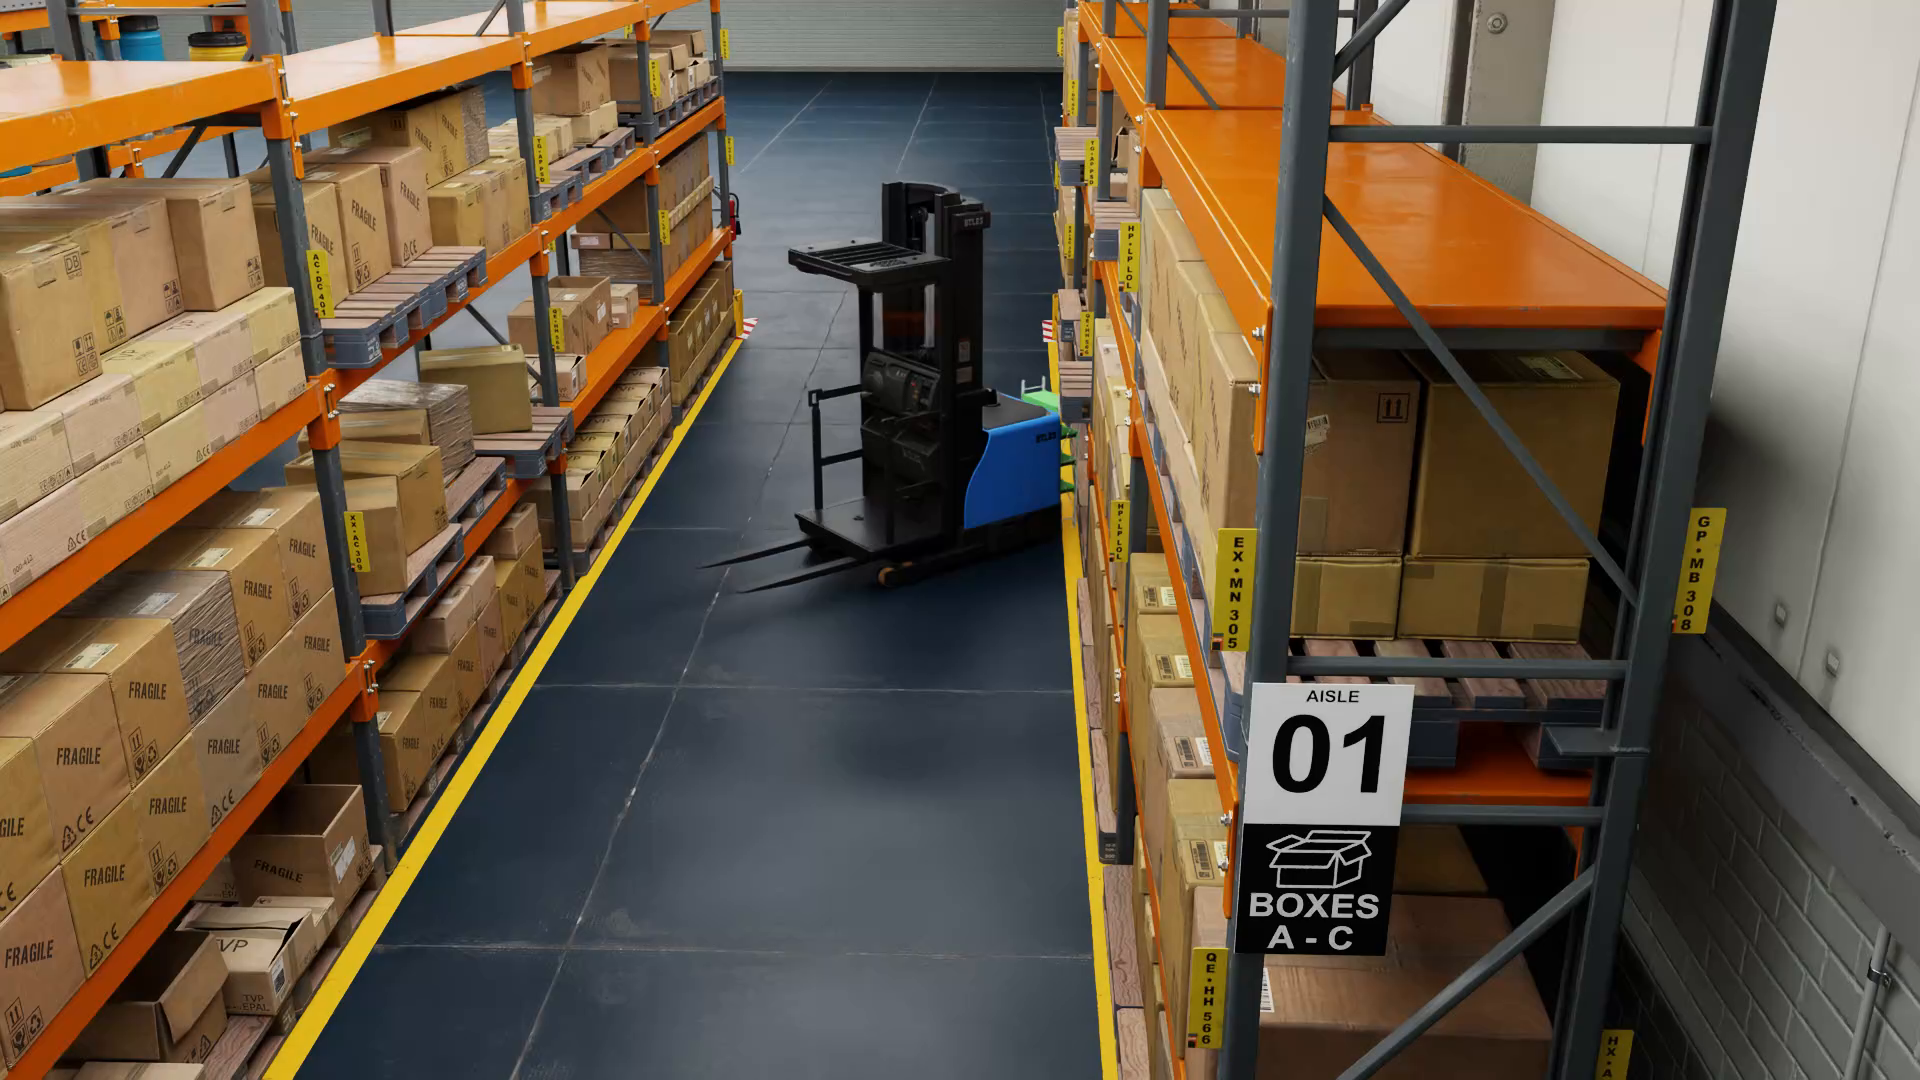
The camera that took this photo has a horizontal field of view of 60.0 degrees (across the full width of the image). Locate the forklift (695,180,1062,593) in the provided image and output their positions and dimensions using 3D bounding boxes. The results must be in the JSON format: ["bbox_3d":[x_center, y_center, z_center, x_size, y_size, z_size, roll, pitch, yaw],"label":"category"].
[{"bbox_3d":[-0.632,-1.204,12.873,3.031,2.935,1.130,-16,26,-35],"label":"forklift"}]

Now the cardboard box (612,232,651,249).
[{"bbox_3d":[-3.165,-2.926,16.181,0.380,0.149,0.250,1,21,2],"label":"cardboard box"}]

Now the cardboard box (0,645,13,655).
[{"bbox_3d":[-3.952,0.625,6.545,0.500,0.500,0.500,1,21,3],"label":"cardboard box"}]

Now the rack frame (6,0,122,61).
[{"bbox_3d":[-8.318,-5.334,15.130,1.000,3.000,0.127,1,21,2],"label":"rack frame"}]

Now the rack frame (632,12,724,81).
[{"bbox_3d":[-3.245,-6.725,18.713,1.000,3.000,0.127,1,21,2],"label":"rack frame"}]

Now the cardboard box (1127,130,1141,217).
[{"bbox_3d":[1.506,-2.460,11.121,0.700,0.500,0.500,-1,21,-3],"label":"cardboard box"}]

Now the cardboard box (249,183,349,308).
[{"bbox_3d":[-3.521,-1.458,8.429,0.600,0.600,0.600,-1,21,-3],"label":"cardboard box"}]

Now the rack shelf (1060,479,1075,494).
[{"bbox_3d":[0.745,-0.445,14.144,0.258,0.148,0.480,-13,25,-33],"label":"rack shelf"}]

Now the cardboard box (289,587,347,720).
[{"bbox_3d":[-3.369,0.548,8.125,0.500,0.500,0.500,1,21,3],"label":"cardboard box"}]

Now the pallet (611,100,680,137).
[{"bbox_3d":[-3.367,-4.147,16.340,1.003,0.211,1.213,1,21,2],"label":"pallet"}]

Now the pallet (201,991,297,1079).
[{"bbox_3d":[-3.667,2.402,7.341,1.003,0.211,1.213,1,21,2],"label":"pallet"}]

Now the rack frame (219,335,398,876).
[{"bbox_3d":[-3.610,0.411,8.616,1.000,3.000,0.127,1,21,2],"label":"rack frame"}]

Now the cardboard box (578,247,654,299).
[{"bbox_3d":[-3.360,-2.689,16.467,0.700,0.500,0.500,0,21,0],"label":"cardboard box"}]

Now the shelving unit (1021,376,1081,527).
[{"bbox_3d":[0.751,-0.729,14.037,0.258,1.200,0.503,-13,25,-33],"label":"shelving unit"}]

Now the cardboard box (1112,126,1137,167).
[{"bbox_3d":[1.595,-2.906,12.847,0.797,0.503,0.637,4,21,9],"label":"cardboard box"}]

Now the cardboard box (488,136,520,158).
[{"bbox_3d":[-3.533,-2.914,12.666,0.500,0.250,0.500,1,21,3],"label":"cardboard box"}]

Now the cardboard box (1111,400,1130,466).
[{"bbox_3d":[1.140,-0.621,9.662,0.500,0.250,0.500,1,21,3],"label":"cardboard box"}]

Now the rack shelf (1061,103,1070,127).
[{"bbox_3d":[1.645,-4.215,17.385,1.077,0.370,4.000,1,21,2],"label":"rack shelf"}]

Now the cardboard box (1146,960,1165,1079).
[{"bbox_3d":[1.179,2.070,7.215,0.700,0.500,0.500,1,21,3],"label":"cardboard box"}]

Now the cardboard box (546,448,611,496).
[{"bbox_3d":[-3.172,-0.587,13.633,0.500,0.311,0.500,0,21,0],"label":"cardboard box"}]

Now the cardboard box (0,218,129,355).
[{"bbox_3d":[-3.753,-0.964,6.493,0.700,0.500,0.500,1,21,2],"label":"cardboard box"}]

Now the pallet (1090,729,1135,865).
[{"bbox_3d":[1.289,1.484,9.705,1.003,0.211,1.213,1,21,2],"label":"pallet"}]

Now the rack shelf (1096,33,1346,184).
[{"bbox_3d":[1.402,-2.534,9.460,1.077,0.370,4.000,1,21,2],"label":"rack shelf"}]

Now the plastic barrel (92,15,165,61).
[{"bbox_3d":[-8.181,-4.724,16.430,0.600,0.901,0.708,1,21,2],"label":"plastic barrel"}]

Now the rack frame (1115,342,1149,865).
[{"bbox_3d":[1.341,0.464,8.479,1.000,3.000,0.127,1,21,2],"label":"rack frame"}]

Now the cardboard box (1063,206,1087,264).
[{"bbox_3d":[1.299,-3.072,16.737,0.500,0.500,0.500,1,21,1],"label":"cardboard box"}]

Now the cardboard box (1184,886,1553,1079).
[{"bbox_3d":[1.225,1.586,5.173,0.980,0.700,0.700,2,21,4],"label":"cardboard box"}]

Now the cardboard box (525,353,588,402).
[{"bbox_3d":[-3.268,-1.315,13.188,0.500,0.311,0.500,0,21,1],"label":"cardboard box"}]

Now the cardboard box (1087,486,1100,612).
[{"bbox_3d":[1.309,0.089,11.838,0.750,0.750,0.750,0,21,1],"label":"cardboard box"}]

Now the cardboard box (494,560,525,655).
[{"bbox_3d":[-3.299,0.453,11.356,0.500,0.500,0.500,0,21,0],"label":"cardboard box"}]

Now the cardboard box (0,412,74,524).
[{"bbox_3d":[-3.425,-0.249,5.686,0.500,0.250,0.500,1,21,2],"label":"cardboard box"}]

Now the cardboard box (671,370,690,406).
[{"bbox_3d":[-3.050,-1.560,16.916,0.500,0.250,0.500,1,21,2],"label":"cardboard box"}]

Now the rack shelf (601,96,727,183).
[{"bbox_3d":[-3.306,-4.268,17.522,1.077,0.370,4.000,1,21,2],"label":"rack shelf"}]

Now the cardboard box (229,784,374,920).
[{"bbox_3d":[-3.344,1.580,8.450,0.500,0.500,0.500,1,21,2],"label":"cardboard box"}]

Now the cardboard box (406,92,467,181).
[{"bbox_3d":[-3.524,-2.604,10.721,0.500,0.500,0.500,1,21,2],"label":"cardboard box"}]

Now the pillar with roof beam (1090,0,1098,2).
[{"bbox_3d":[-1.024,-15.134,40.386,9.100,9.000,0.400,1,21,2],"label":"pillar with roof beam"}]

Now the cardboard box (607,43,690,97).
[{"bbox_3d":[-3.191,-4.783,16.940,0.797,0.503,0.637,3,21,8],"label":"cardboard box"}]

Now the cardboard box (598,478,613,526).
[{"bbox_3d":[-3.165,-0.317,13.713,0.500,0.250,0.500,0,21,0],"label":"cardboard box"}]

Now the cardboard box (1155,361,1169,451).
[{"bbox_3d":[1.019,-0.490,6.281,0.500,0.250,0.500,0,21,0],"label":"cardboard box"}]

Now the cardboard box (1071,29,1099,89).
[{"bbox_3d":[1.329,-4.533,15.664,0.500,0.500,0.500,-1,21,-3],"label":"cardboard box"}]

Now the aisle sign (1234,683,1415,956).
[{"bbox_3d":[0.917,0.721,4.223,0.394,0.787,0.004,1,21,2],"label":"aisle sign"}]

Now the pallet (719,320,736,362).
[{"bbox_3d":[-3.227,-2.351,19.589,1.003,0.211,1.213,1,21,2],"label":"pallet"}]

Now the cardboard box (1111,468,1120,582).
[{"bbox_3d":[1.109,-0.085,9.317,0.500,0.500,0.500,1,21,2],"label":"cardboard box"}]

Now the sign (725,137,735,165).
[{"bbox_3d":[-2.703,-4.567,19.518,0.100,0.325,0.005,1,21,2],"label":"sign"}]

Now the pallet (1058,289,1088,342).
[{"bbox_3d":[1.416,-2.064,15.261,1.003,0.211,1.213,1,21,2],"label":"pallet"}]

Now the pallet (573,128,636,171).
[{"bbox_3d":[-3.381,-3.472,14.741,0.805,0.209,1.217,0,21,-1],"label":"pallet"}]

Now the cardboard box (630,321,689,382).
[{"bbox_3d":[-3.040,-1.909,16.780,0.500,0.500,0.500,1,21,2],"label":"cardboard box"}]

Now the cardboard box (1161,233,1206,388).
[{"bbox_3d":[1.020,-0.837,6.138,0.500,0.500,0.500,1,21,2],"label":"cardboard box"}]

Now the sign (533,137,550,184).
[{"bbox_3d":[-2.946,-2.668,11.690,0.100,0.325,0.005,1,21,2],"label":"sign"}]

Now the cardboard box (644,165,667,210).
[{"bbox_3d":[-3.346,-3.476,16.703,0.700,0.500,0.500,1,21,1],"label":"cardboard box"}]

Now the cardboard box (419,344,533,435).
[{"bbox_3d":[-3.395,-1.049,11.660,0.700,0.500,0.500,-7,22,-16],"label":"cardboard box"}]

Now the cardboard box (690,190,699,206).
[{"bbox_3d":[-3.098,-3.764,18.340,0.380,0.149,0.250,1,21,3],"label":"cardboard box"}]

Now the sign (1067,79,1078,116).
[{"bbox_3d":[1.042,-4.071,15.306,0.100,0.325,0.005,1,21,2],"label":"sign"}]

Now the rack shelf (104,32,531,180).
[{"bbox_3d":[-3.550,-2.587,9.597,1.077,0.370,4.000,1,21,2],"label":"rack shelf"}]
